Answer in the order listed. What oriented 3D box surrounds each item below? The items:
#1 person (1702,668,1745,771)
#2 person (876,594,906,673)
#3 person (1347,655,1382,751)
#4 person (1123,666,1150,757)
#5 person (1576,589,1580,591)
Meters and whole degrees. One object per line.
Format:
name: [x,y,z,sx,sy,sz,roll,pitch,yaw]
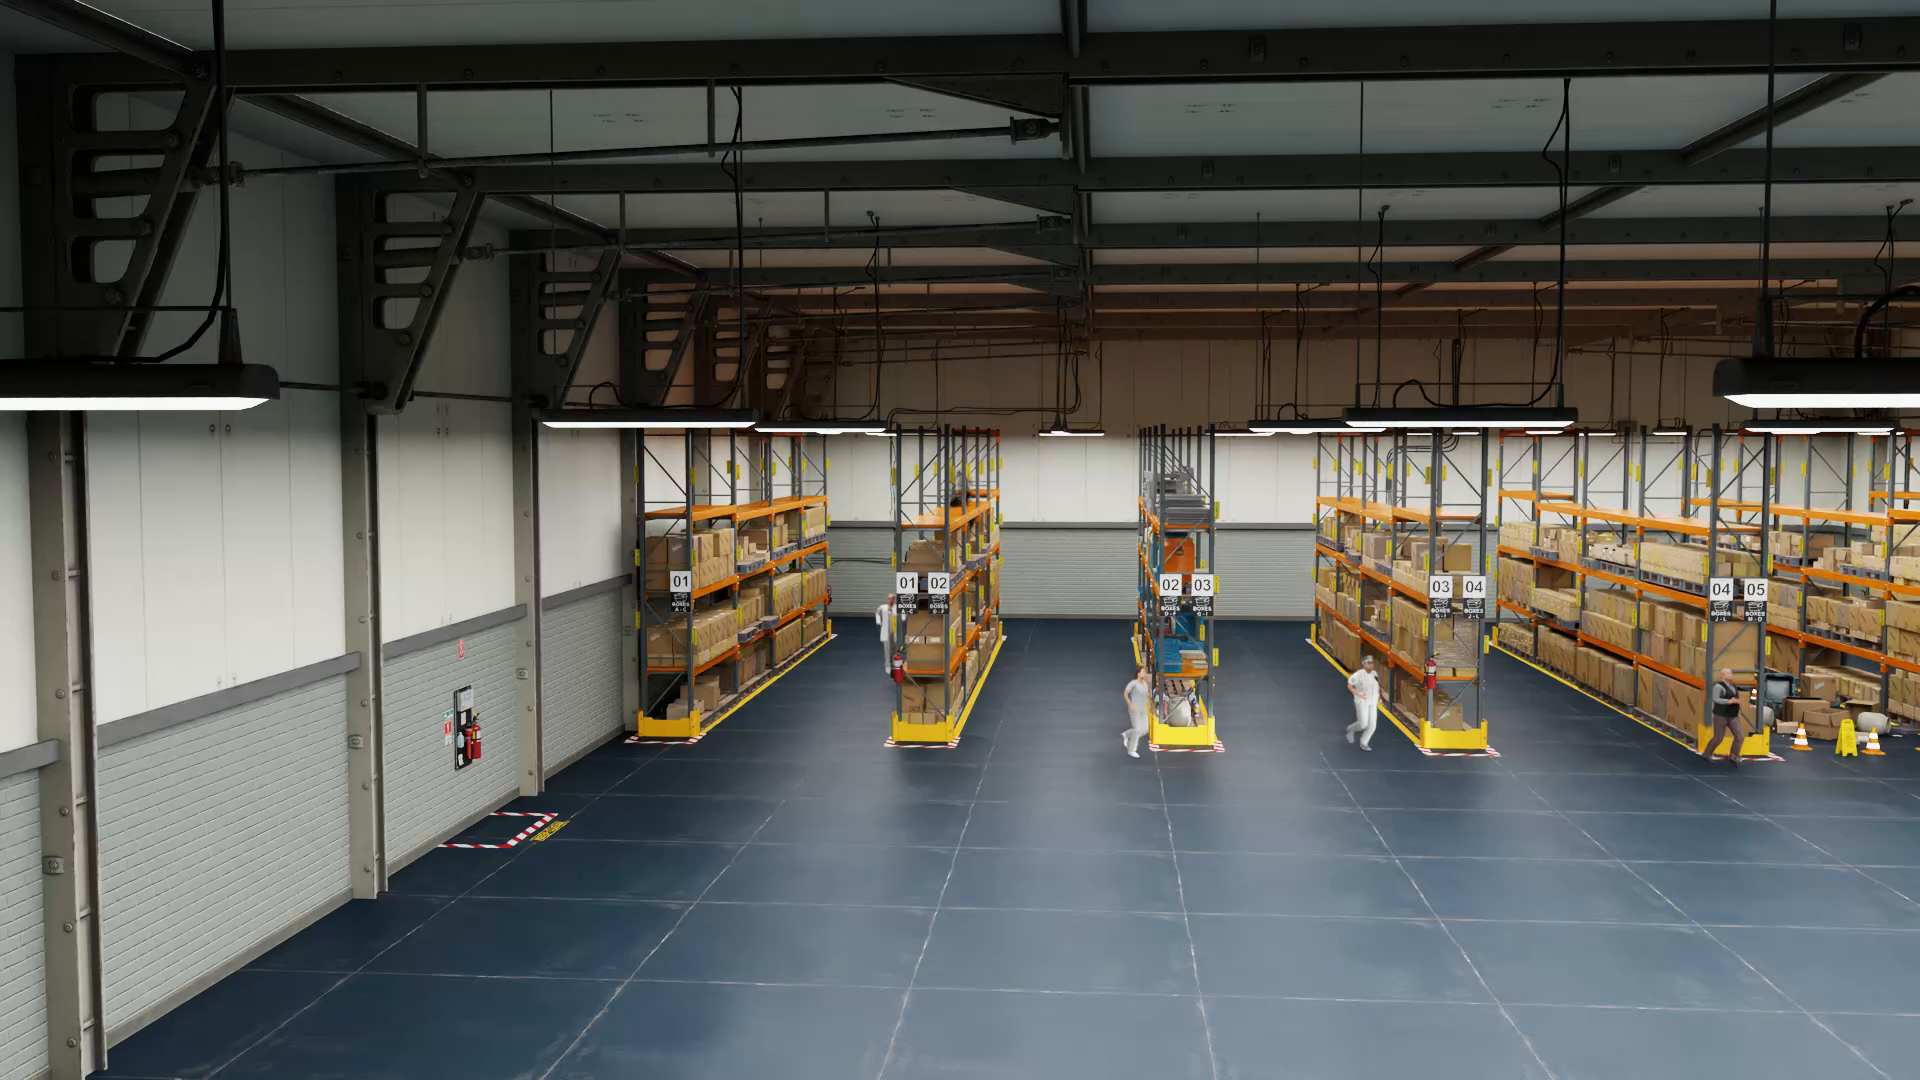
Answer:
person: [13.278,3.115,28.864,0.644,1.804,0.720,-2,4,-26]
person: [-1.614,2.170,38.681,0.695,1.820,0.974,0,3,-4]
person: [7.488,2.989,30.745,0.691,1.748,0.616,-1,4,-23]
person: [3.210,3.091,30.233,0.601,1.622,0.562,-3,4,-37]
person: [17.540,2.088,47.398,0.549,1.497,0.529,0,3,6]
